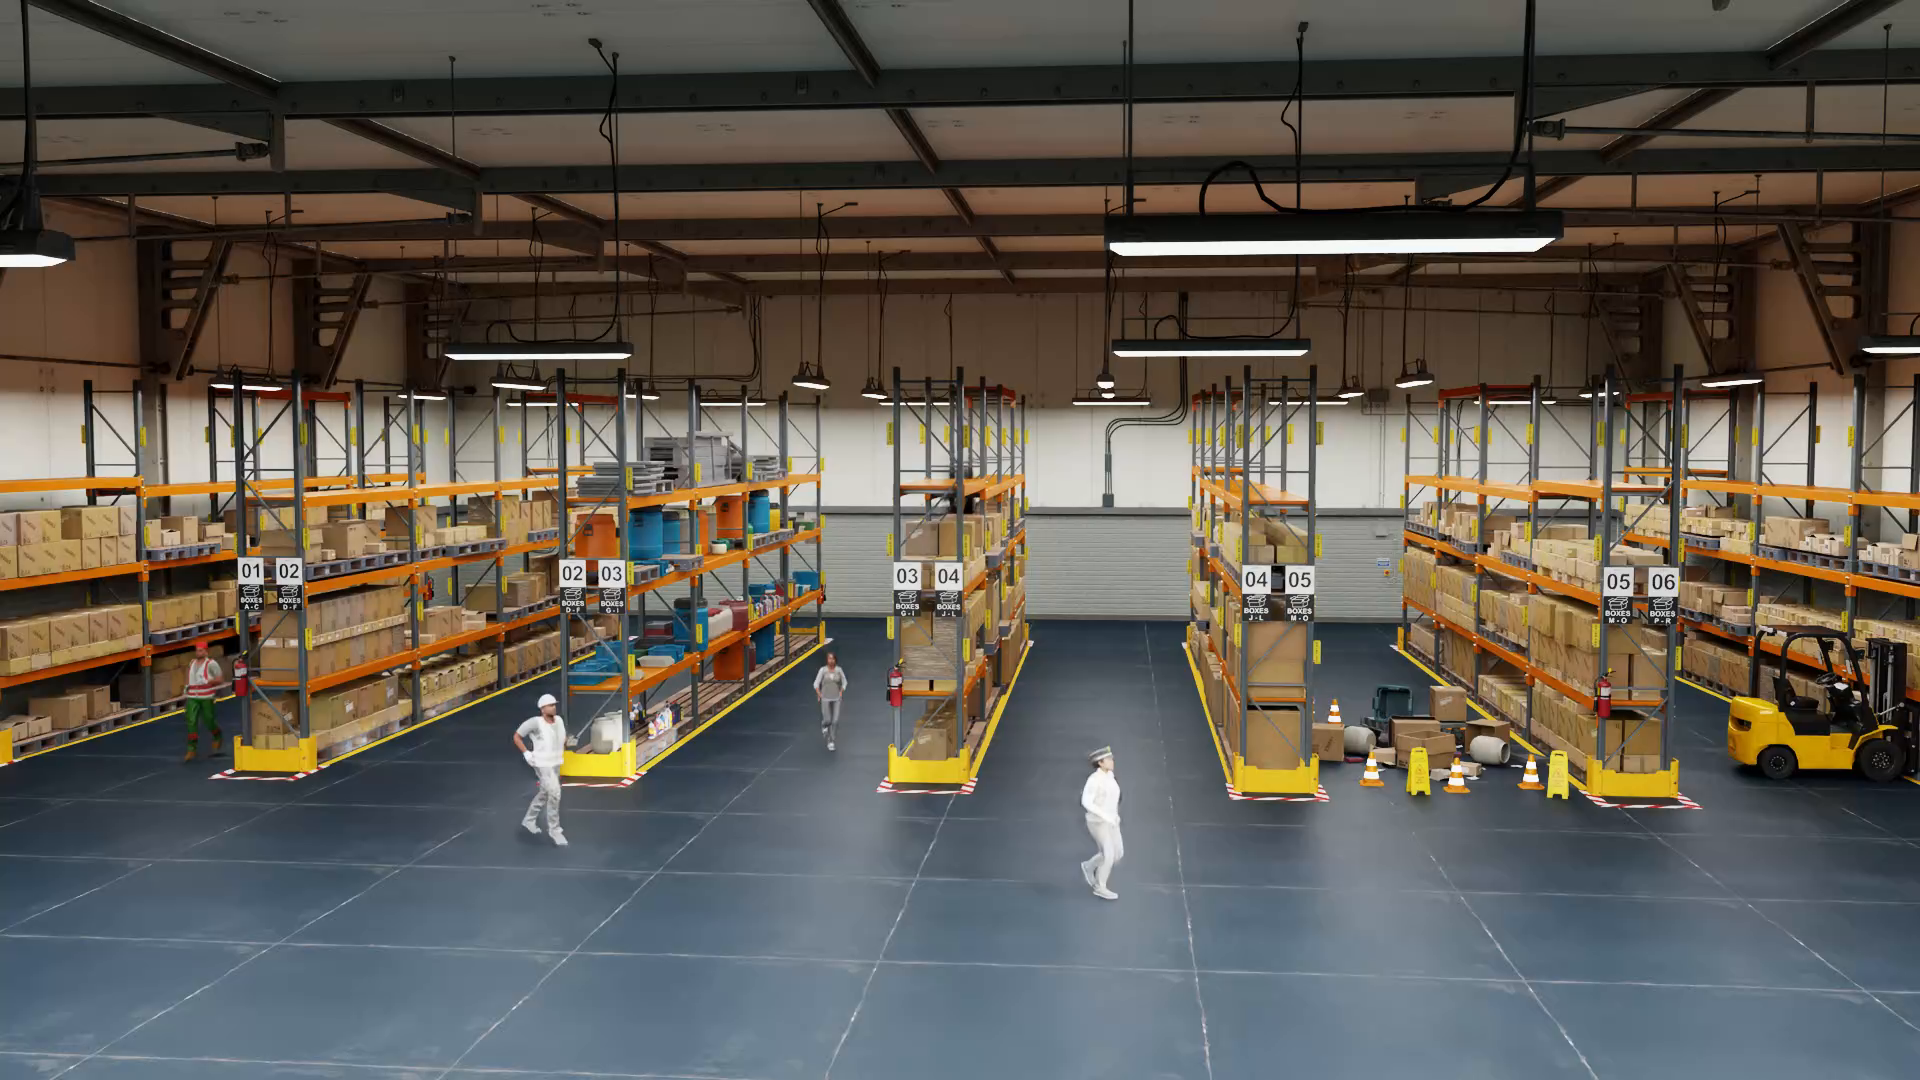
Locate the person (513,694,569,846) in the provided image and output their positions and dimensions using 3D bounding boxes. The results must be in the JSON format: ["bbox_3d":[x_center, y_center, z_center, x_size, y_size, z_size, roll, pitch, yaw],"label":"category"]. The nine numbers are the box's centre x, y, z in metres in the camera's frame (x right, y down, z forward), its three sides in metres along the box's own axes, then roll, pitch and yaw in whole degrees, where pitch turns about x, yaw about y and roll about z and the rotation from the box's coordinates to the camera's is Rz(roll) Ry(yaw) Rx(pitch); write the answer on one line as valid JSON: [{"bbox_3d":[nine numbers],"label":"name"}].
[{"bbox_3d":[-5.127,2.830,20.615,0.813,1.846,0.662,2,4,24],"label":"person"}]

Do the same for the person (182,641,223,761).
[{"bbox_3d":[-11.785,2.466,25.837,0.656,1.783,0.948,0,4,4],"label":"person"}]

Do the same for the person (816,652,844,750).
[{"bbox_3d":[-2.083,2.574,26.708,0.496,1.557,0.549,-1,4,-11],"label":"person"}]

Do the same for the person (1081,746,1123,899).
[{"bbox_3d":[1.513,3.052,18.059,0.550,1.662,0.639,2,4,33],"label":"person"}]
